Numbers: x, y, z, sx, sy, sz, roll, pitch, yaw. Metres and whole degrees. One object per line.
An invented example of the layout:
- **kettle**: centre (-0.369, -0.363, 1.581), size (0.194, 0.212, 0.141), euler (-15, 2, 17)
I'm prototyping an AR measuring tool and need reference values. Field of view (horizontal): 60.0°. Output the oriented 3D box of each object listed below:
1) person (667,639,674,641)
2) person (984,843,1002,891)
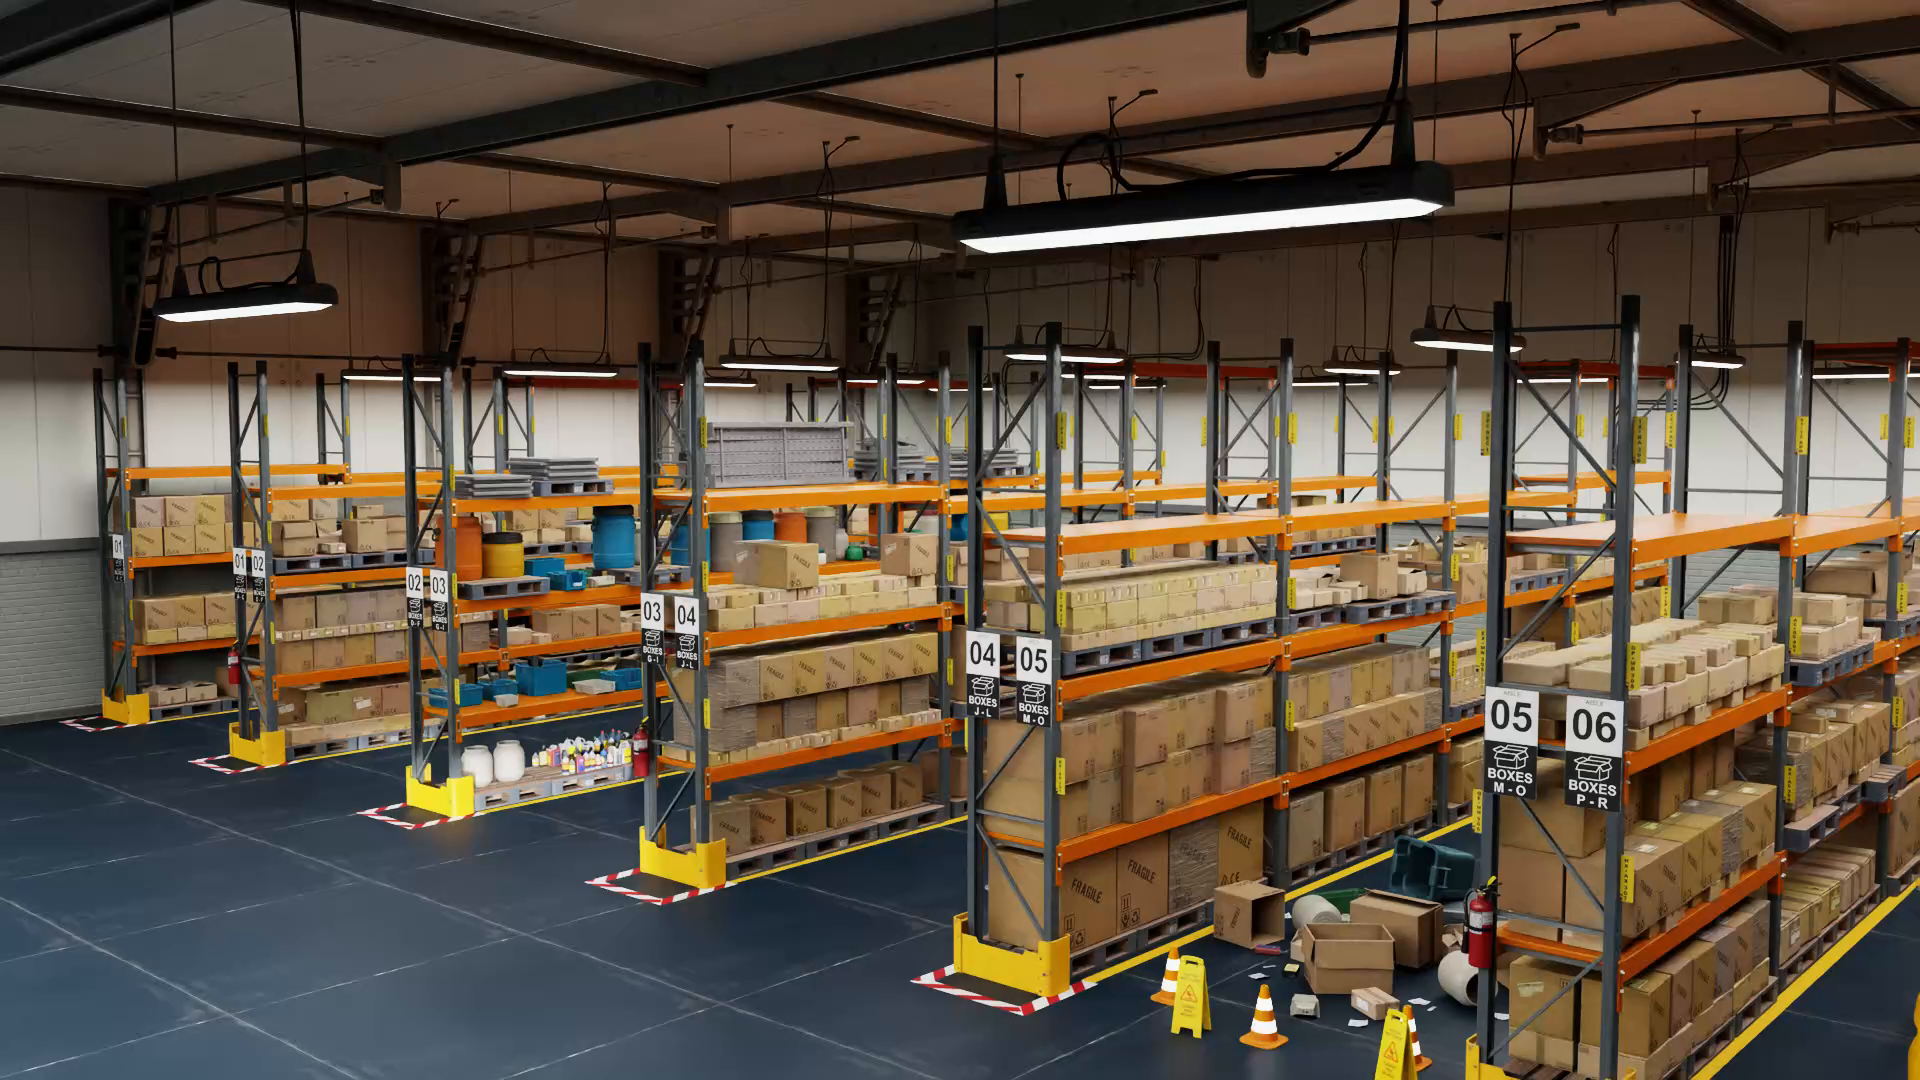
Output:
- **person**: centre (-5.962, 1.739, 34.970), size (0.615, 1.834, 0.487), euler (0, 4, -4)
- **person**: centre (0.511, 2.945, 18.339), size (0.433, 1.747, 0.619), euler (1, 4, 15)
